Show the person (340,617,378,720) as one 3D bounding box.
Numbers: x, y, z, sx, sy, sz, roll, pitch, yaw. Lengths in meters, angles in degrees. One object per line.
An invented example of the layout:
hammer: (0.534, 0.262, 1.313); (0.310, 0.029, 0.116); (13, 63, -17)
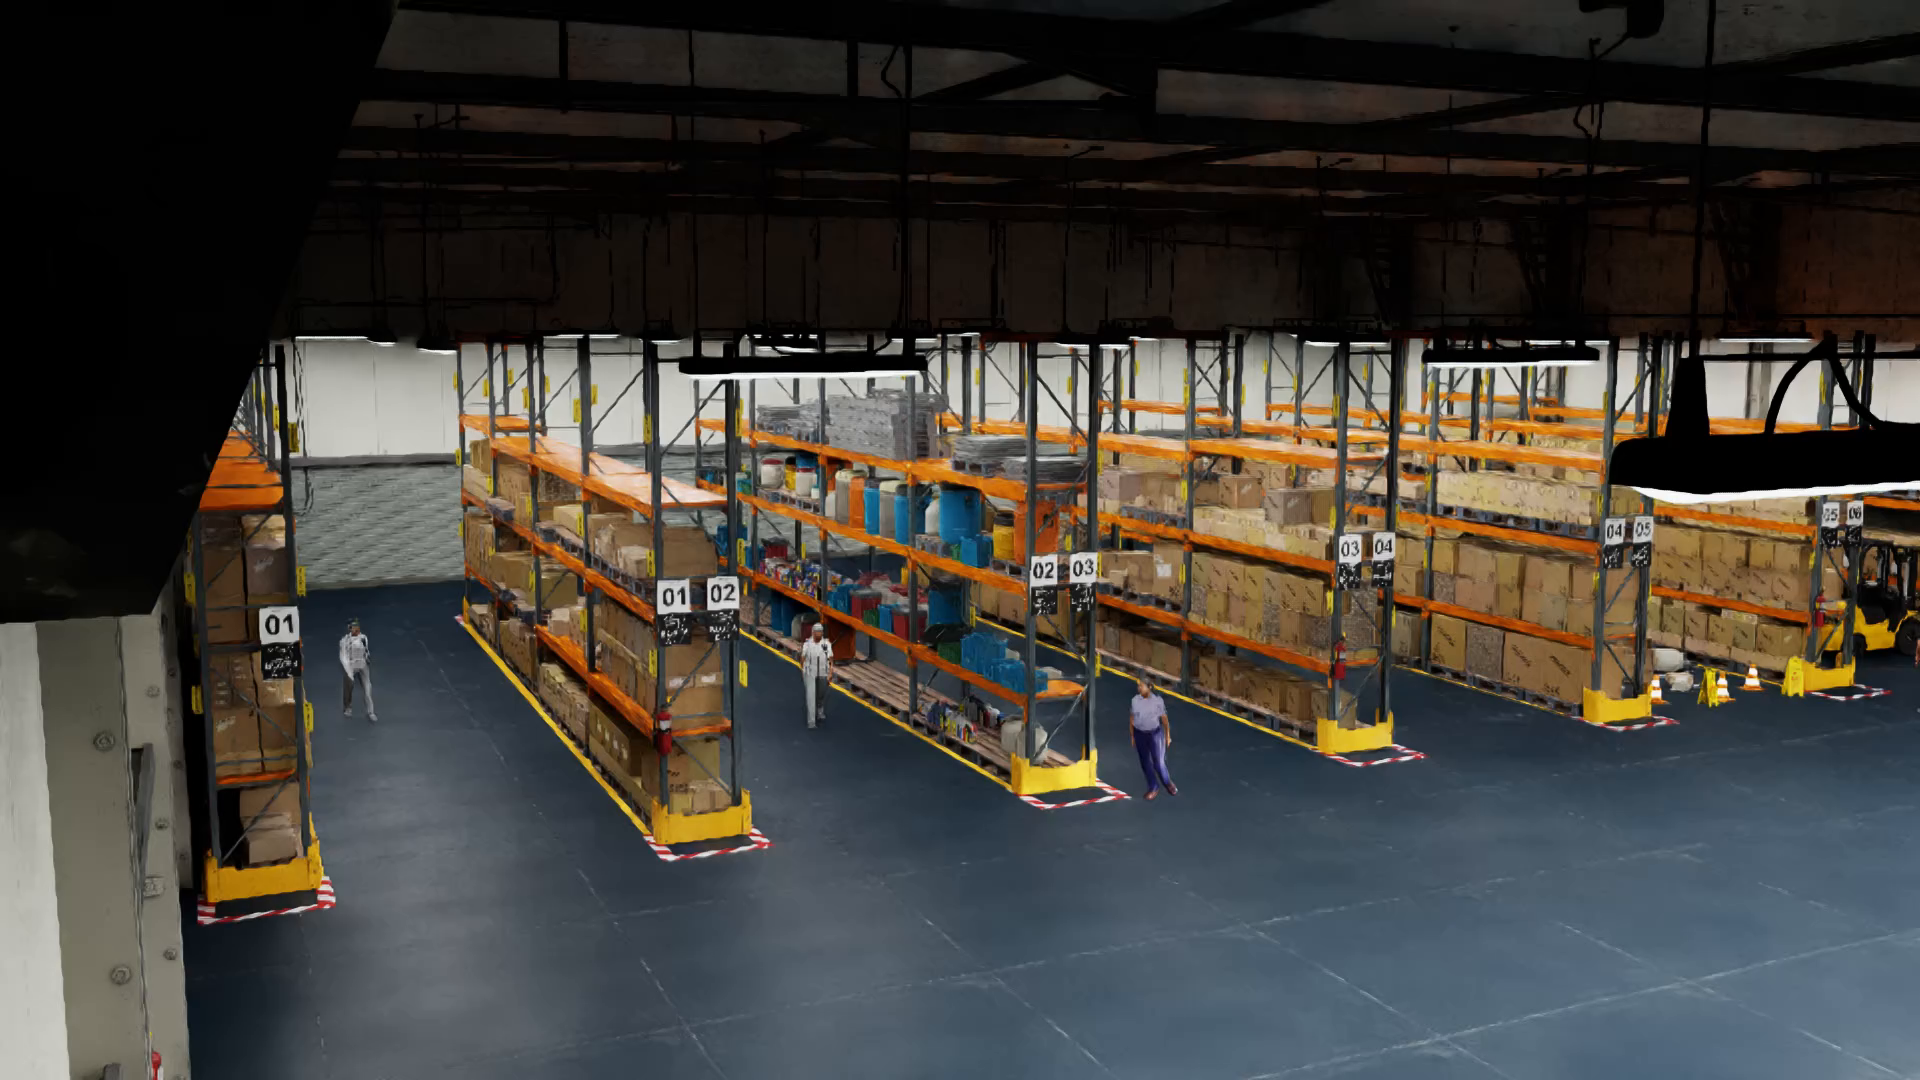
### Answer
person: (-9.488, 2.001, 26.104); (0.483, 1.621, 0.995); (-5, 9, -33)

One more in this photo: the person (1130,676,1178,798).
person: (2.536, 2.594, 21.830); (0.636, 1.621, 0.461); (4, 9, 27)

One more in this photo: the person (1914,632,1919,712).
person: (15.672, 1.894, 26.638); (0.654, 1.743, 0.549); (6, 10, 40)

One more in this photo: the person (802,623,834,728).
person: (-2.199, 2.069, 25.751); (0.476, 1.590, 1.003); (-2, 8, -15)
